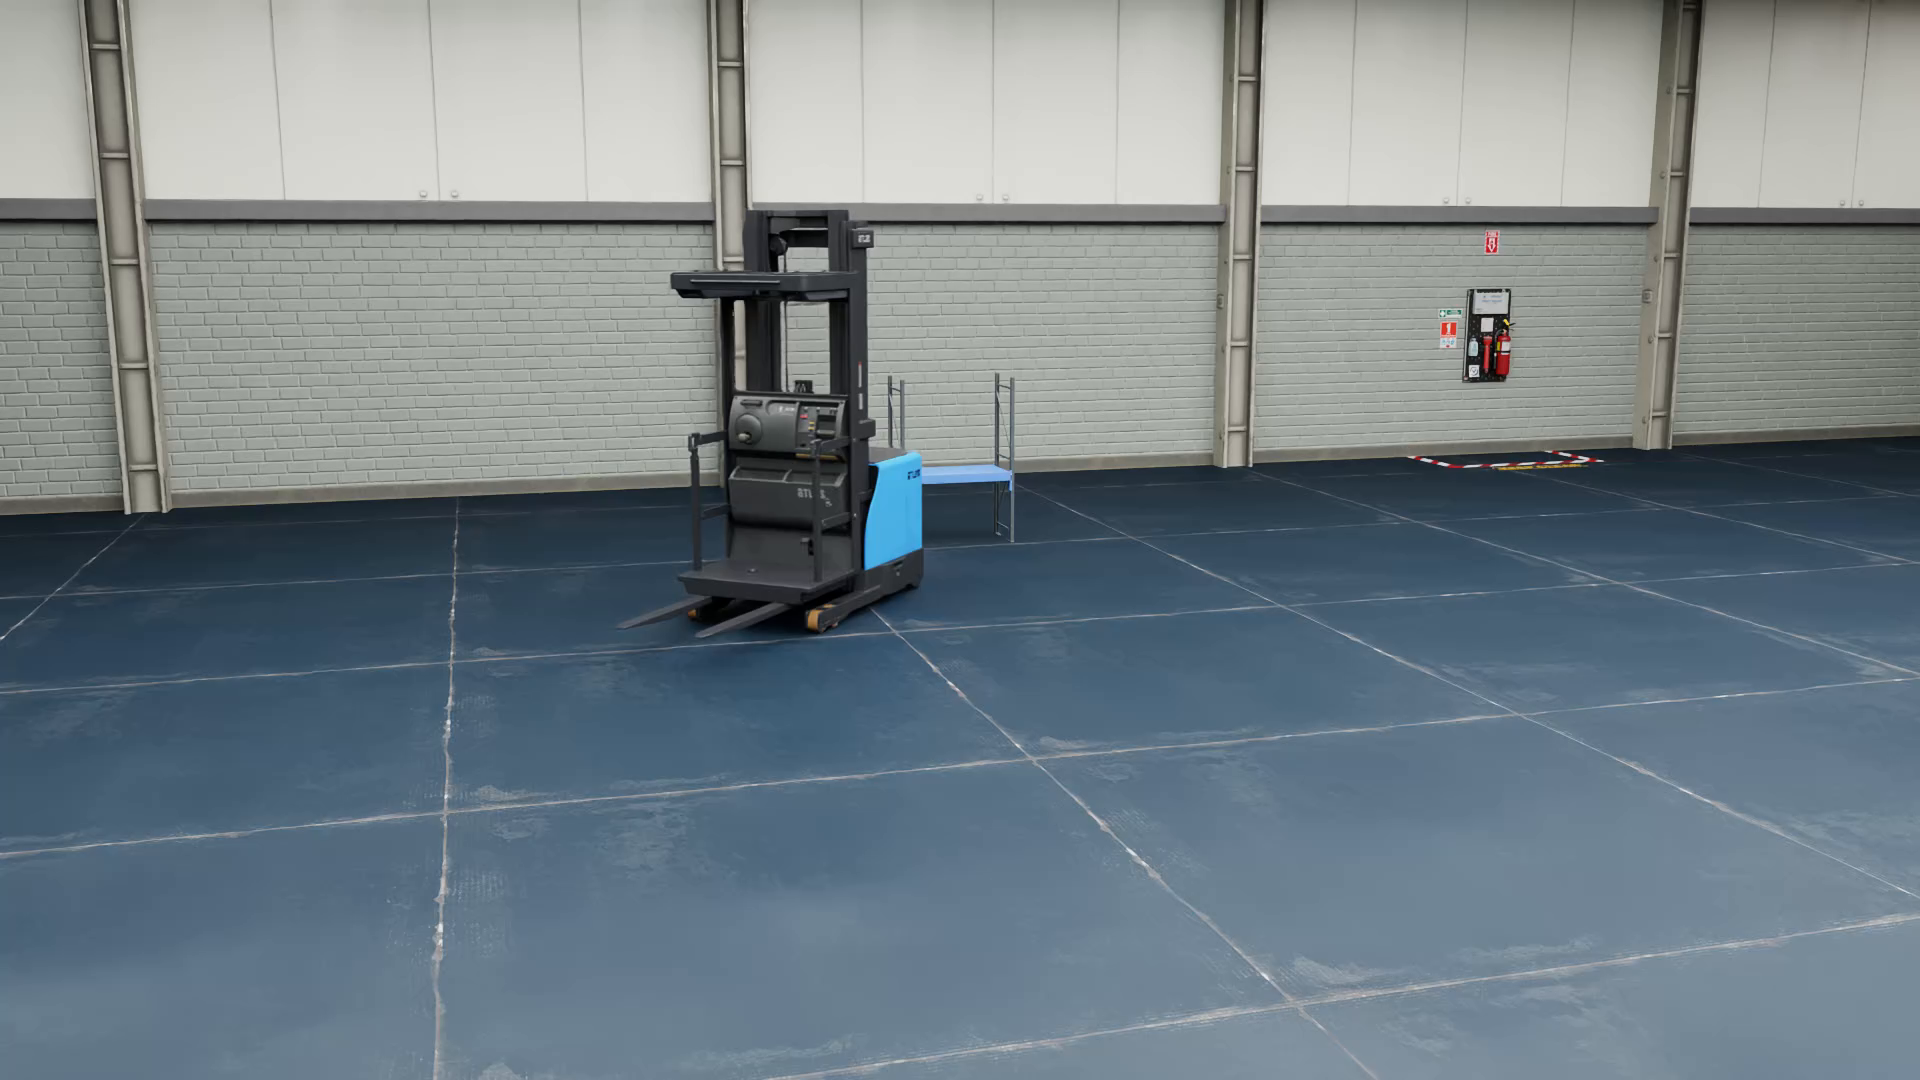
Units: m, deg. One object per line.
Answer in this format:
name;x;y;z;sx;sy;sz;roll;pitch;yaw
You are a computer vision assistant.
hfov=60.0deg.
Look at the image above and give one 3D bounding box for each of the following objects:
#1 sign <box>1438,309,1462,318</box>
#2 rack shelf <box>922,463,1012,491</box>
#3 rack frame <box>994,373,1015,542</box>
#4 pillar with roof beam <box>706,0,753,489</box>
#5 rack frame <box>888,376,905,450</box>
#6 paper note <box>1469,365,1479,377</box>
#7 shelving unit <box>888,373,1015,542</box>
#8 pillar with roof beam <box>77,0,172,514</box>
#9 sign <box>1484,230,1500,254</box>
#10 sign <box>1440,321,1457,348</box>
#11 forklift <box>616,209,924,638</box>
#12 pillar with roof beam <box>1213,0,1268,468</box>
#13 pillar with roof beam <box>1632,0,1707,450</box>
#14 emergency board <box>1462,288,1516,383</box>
sign;6.126;-2.829;20.772;0.331;0.109;0.001;-3;11;-16
rack shelf;-0.082;-0.556;15.123;1.000;0.185;0.538;-3;11;-16
rack frame;0.406;-0.759;15.230;0.032;1.500;0.500;-3;11;-16
pillar with roof beam;-1.257;-4.276;13.621;0.400;9.000;9.100;-3;11;-16
rack frame;-0.570;-0.708;14.951;0.032;1.500;0.500;-3;11;-16
paper note;6.489;-2.132;20.981;0.142;0.148;0.016;-3;11;-16
shelving unit;-0.082;-0.733;15.091;1.048;1.500;0.538;-3;11;-16
pillar with roof beam;-7.017;-3.972;11.972;0.400;9.000;9.100;-3;11;-16
sign;6.643;-3.719;20.767;0.199;0.298;0.001;-3;11;-16
sign;6.119;-2.570;20.827;0.234;0.329;0.001;-3;11;-16
forklift;-1.344;-0.875;11.907;1.130;2.935;3.031;5;11;23
pillar with roof beam;4.504;-4.579;15.270;0.400;9.000;9.100;-3;11;-16
pillar with roof beam;10.265;-4.883;16.920;0.400;9.000;9.100;-3;11;-16
emergency board;6.679;-2.563;20.885;0.643;1.169;0.194;-3;11;-16
